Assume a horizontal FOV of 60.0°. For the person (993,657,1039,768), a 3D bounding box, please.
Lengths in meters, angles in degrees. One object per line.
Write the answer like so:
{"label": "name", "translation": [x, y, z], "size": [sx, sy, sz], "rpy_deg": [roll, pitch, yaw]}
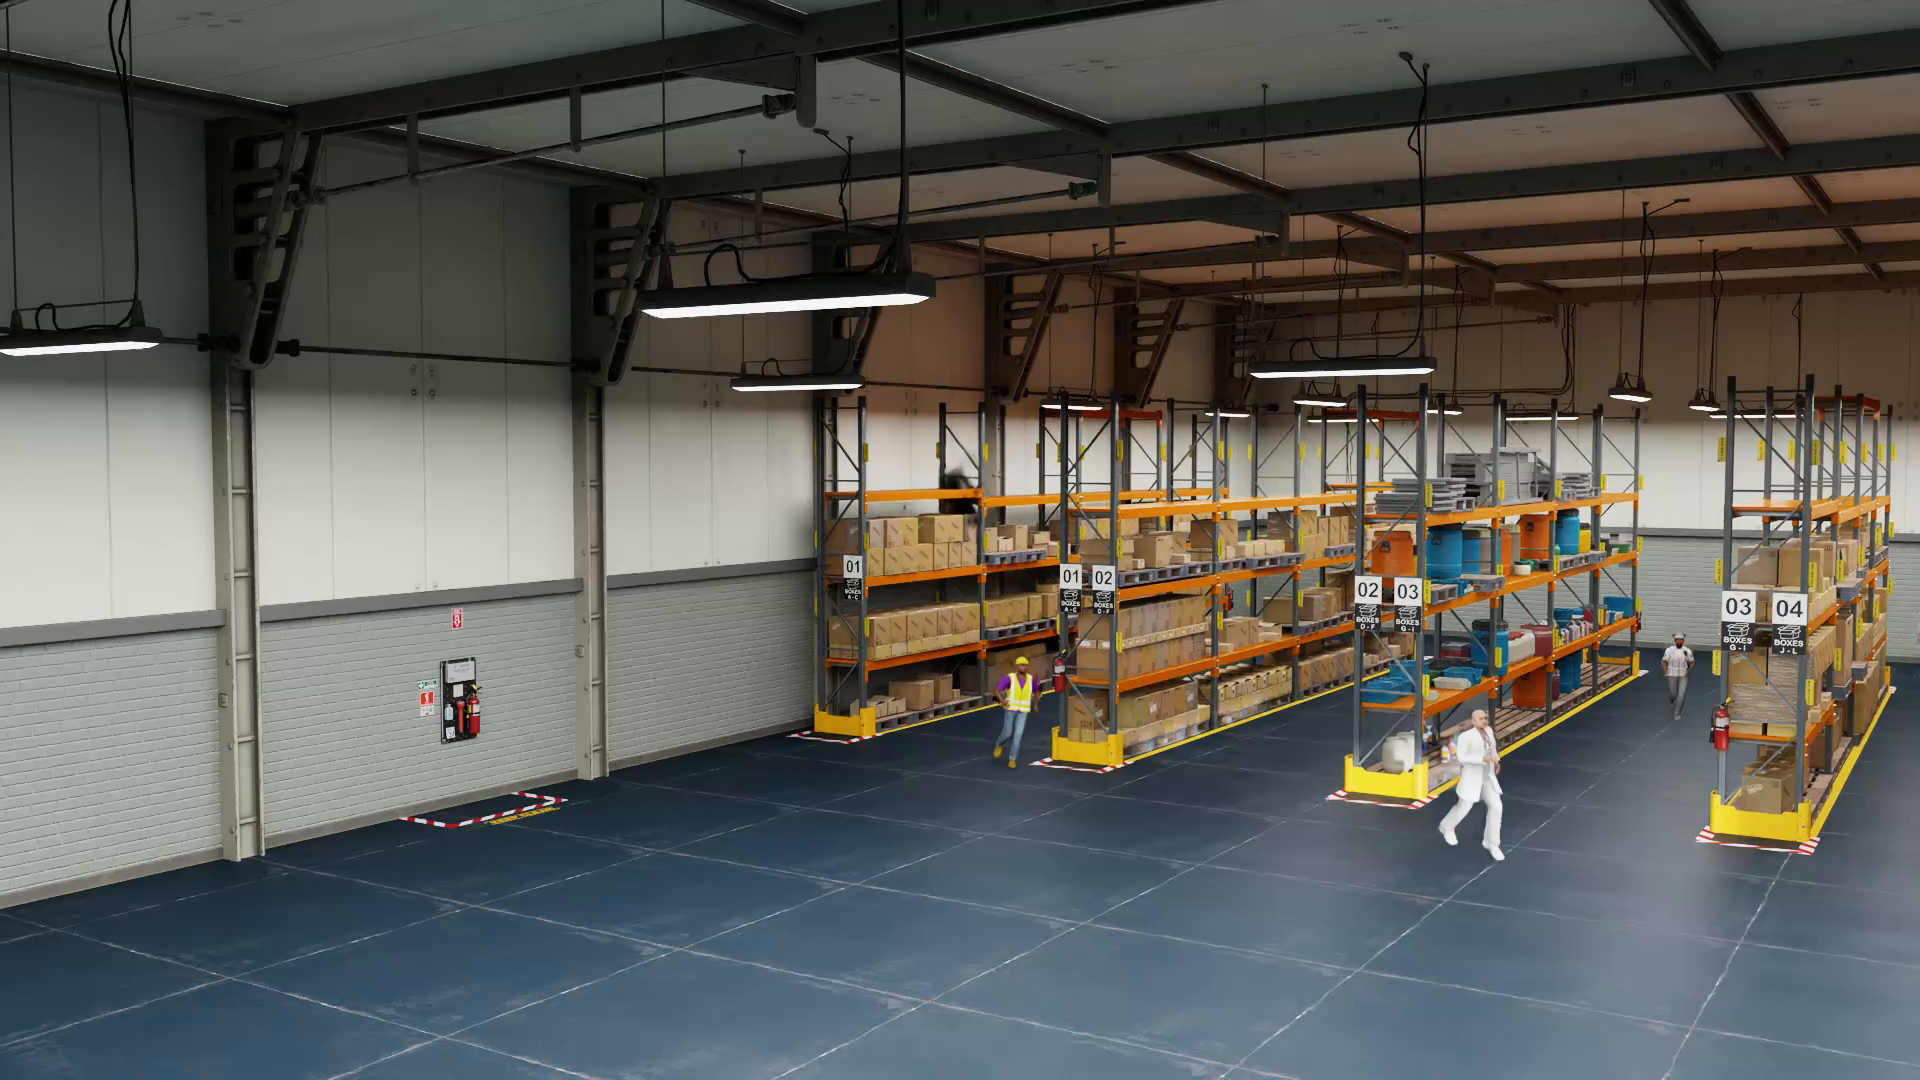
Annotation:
{"label": "person", "translation": [0.934, 2.736, 26.629], "size": [0.765, 1.724, 0.915], "rpy_deg": [-1, 3, -10]}

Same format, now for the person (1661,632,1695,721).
{"label": "person", "translation": [13.470, 2.545, 31.192], "size": [0.577, 1.659, 0.562], "rpy_deg": [1, 3, 18]}

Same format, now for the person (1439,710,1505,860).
{"label": "person", "translation": [6.448, 3.021, 20.824], "size": [0.728, 1.834, 0.990], "rpy_deg": [-1, 3, -20]}
